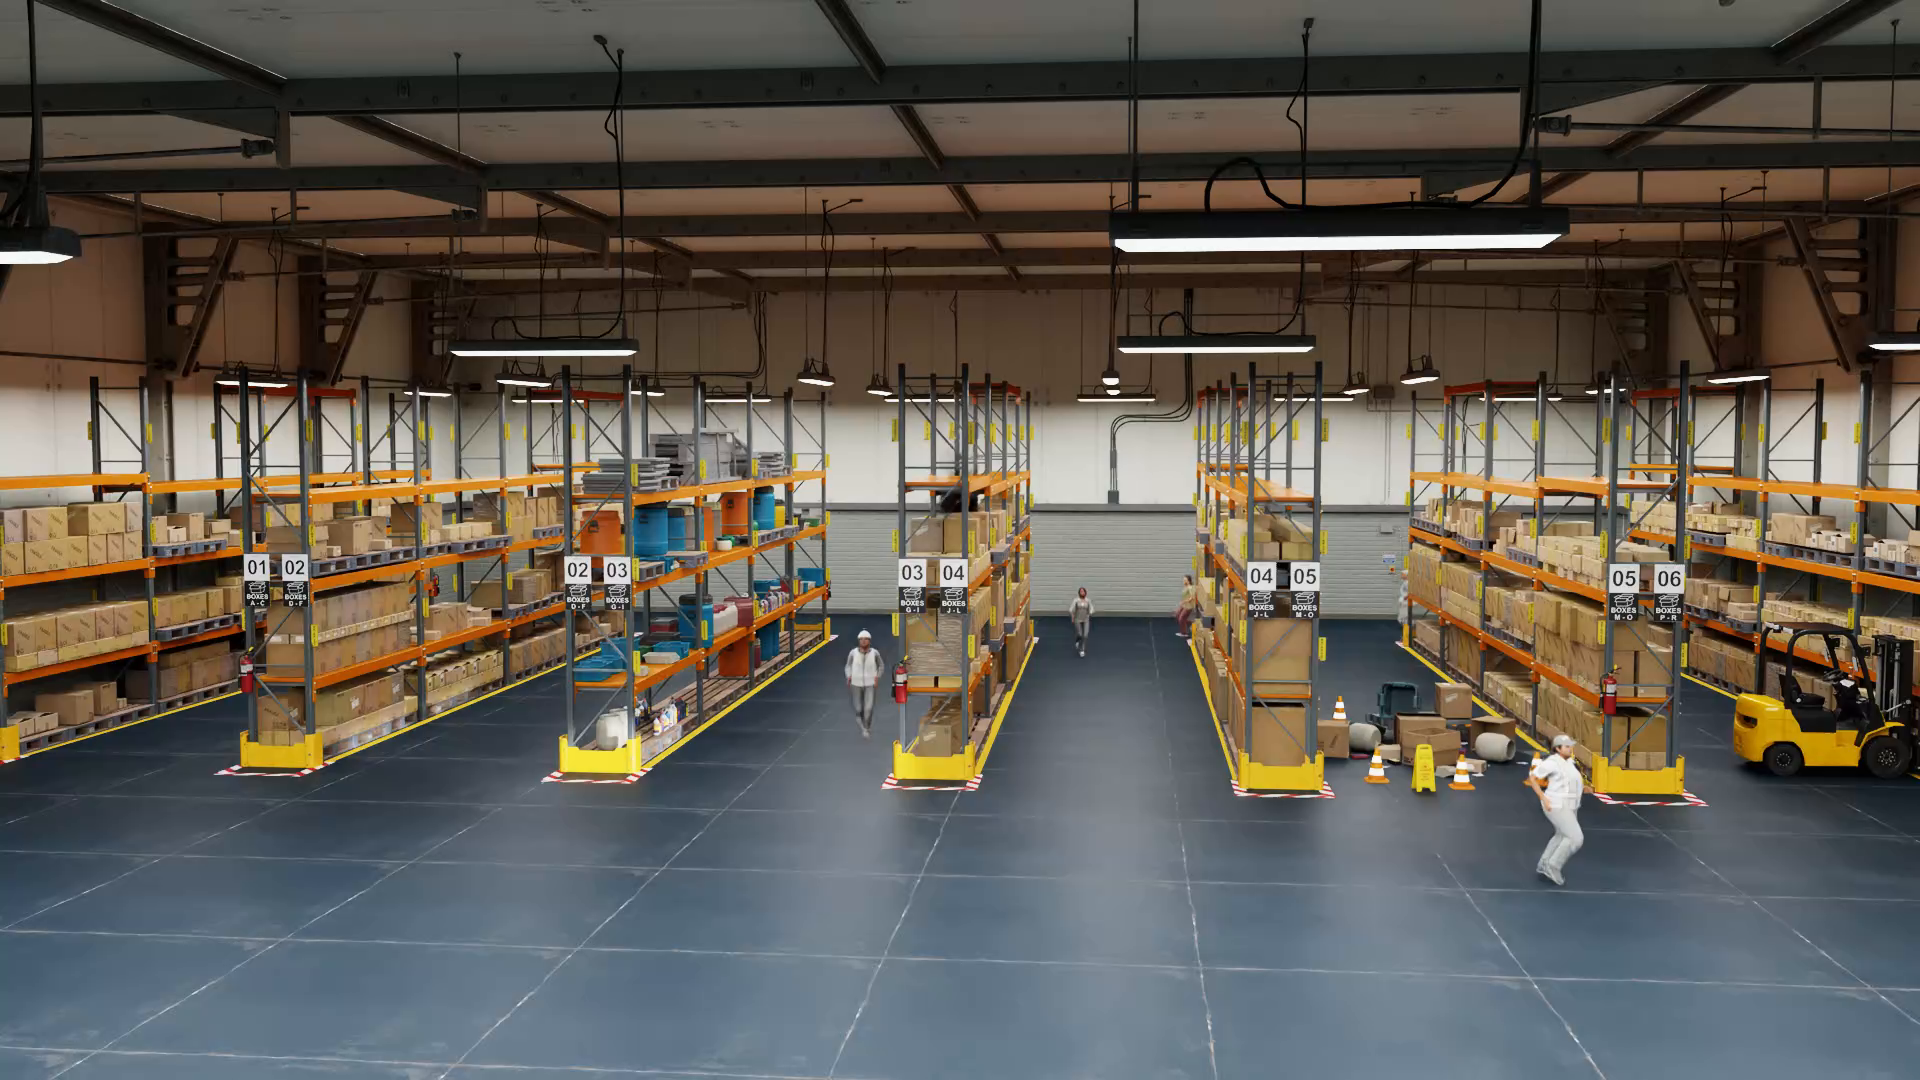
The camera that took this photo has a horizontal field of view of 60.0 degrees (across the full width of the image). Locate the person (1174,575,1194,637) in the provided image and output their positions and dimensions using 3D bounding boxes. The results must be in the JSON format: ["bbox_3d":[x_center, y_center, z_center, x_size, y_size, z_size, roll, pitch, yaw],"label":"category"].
[{"bbox_3d":[5.532,1.609,40.649,0.523,1.559,0.713,-1,4,-9],"label":"person"}]

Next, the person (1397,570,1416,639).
[{"bbox_3d":[10.888,1.559,40.358,0.652,1.729,0.691,2,4,28],"label":"person"}]

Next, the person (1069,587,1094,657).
[{"bbox_3d":[2.732,1.847,37.343,0.527,1.536,0.543,0,4,-4],"label":"person"}]

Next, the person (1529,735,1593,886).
[{"bbox_3d":[6.702,2.991,18.459,0.578,1.660,0.659,-3,5,-43],"label":"person"}]

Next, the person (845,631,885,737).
[{"bbox_3d":[-1.552,2.332,27.161,0.647,1.725,0.646,0,4,-1],"label":"person"}]
